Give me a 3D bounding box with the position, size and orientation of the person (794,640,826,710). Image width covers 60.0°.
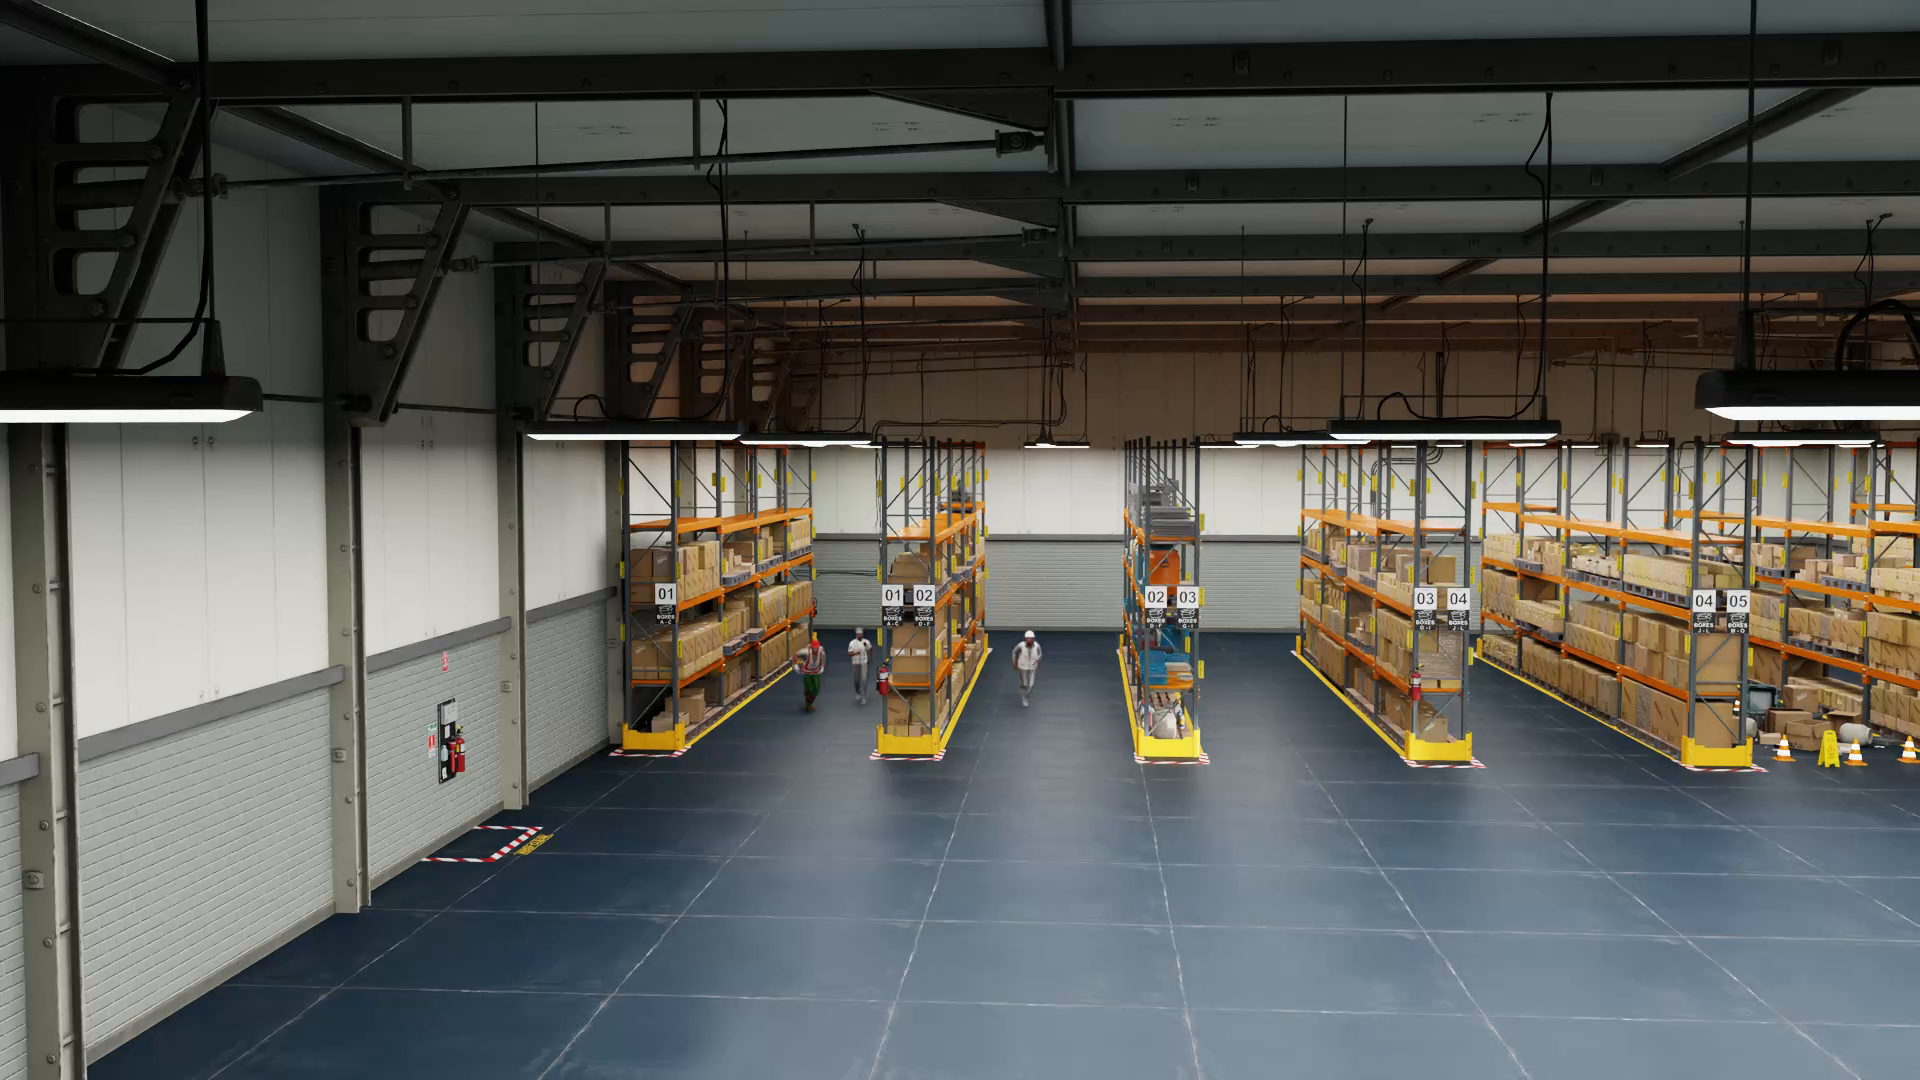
[{"bbox_3d":[-3.290,2.977,36.570,0.694,1.590,0.799,-1,3,-22],"label":"person"}]

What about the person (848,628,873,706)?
[{"bbox_3d":[-2.260,2.849,37.763,0.545,1.737,0.808,0,3,1],"label":"person"}]

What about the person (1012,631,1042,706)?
[{"bbox_3d":[1.513,2.886,37.447,0.649,1.706,0.737,-1,3,-15],"label":"person"}]

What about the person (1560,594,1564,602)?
[{"bbox_3d":[17.123,2.345,47.509,0.601,1.693,0.651,0,3,9],"label":"person"}]
